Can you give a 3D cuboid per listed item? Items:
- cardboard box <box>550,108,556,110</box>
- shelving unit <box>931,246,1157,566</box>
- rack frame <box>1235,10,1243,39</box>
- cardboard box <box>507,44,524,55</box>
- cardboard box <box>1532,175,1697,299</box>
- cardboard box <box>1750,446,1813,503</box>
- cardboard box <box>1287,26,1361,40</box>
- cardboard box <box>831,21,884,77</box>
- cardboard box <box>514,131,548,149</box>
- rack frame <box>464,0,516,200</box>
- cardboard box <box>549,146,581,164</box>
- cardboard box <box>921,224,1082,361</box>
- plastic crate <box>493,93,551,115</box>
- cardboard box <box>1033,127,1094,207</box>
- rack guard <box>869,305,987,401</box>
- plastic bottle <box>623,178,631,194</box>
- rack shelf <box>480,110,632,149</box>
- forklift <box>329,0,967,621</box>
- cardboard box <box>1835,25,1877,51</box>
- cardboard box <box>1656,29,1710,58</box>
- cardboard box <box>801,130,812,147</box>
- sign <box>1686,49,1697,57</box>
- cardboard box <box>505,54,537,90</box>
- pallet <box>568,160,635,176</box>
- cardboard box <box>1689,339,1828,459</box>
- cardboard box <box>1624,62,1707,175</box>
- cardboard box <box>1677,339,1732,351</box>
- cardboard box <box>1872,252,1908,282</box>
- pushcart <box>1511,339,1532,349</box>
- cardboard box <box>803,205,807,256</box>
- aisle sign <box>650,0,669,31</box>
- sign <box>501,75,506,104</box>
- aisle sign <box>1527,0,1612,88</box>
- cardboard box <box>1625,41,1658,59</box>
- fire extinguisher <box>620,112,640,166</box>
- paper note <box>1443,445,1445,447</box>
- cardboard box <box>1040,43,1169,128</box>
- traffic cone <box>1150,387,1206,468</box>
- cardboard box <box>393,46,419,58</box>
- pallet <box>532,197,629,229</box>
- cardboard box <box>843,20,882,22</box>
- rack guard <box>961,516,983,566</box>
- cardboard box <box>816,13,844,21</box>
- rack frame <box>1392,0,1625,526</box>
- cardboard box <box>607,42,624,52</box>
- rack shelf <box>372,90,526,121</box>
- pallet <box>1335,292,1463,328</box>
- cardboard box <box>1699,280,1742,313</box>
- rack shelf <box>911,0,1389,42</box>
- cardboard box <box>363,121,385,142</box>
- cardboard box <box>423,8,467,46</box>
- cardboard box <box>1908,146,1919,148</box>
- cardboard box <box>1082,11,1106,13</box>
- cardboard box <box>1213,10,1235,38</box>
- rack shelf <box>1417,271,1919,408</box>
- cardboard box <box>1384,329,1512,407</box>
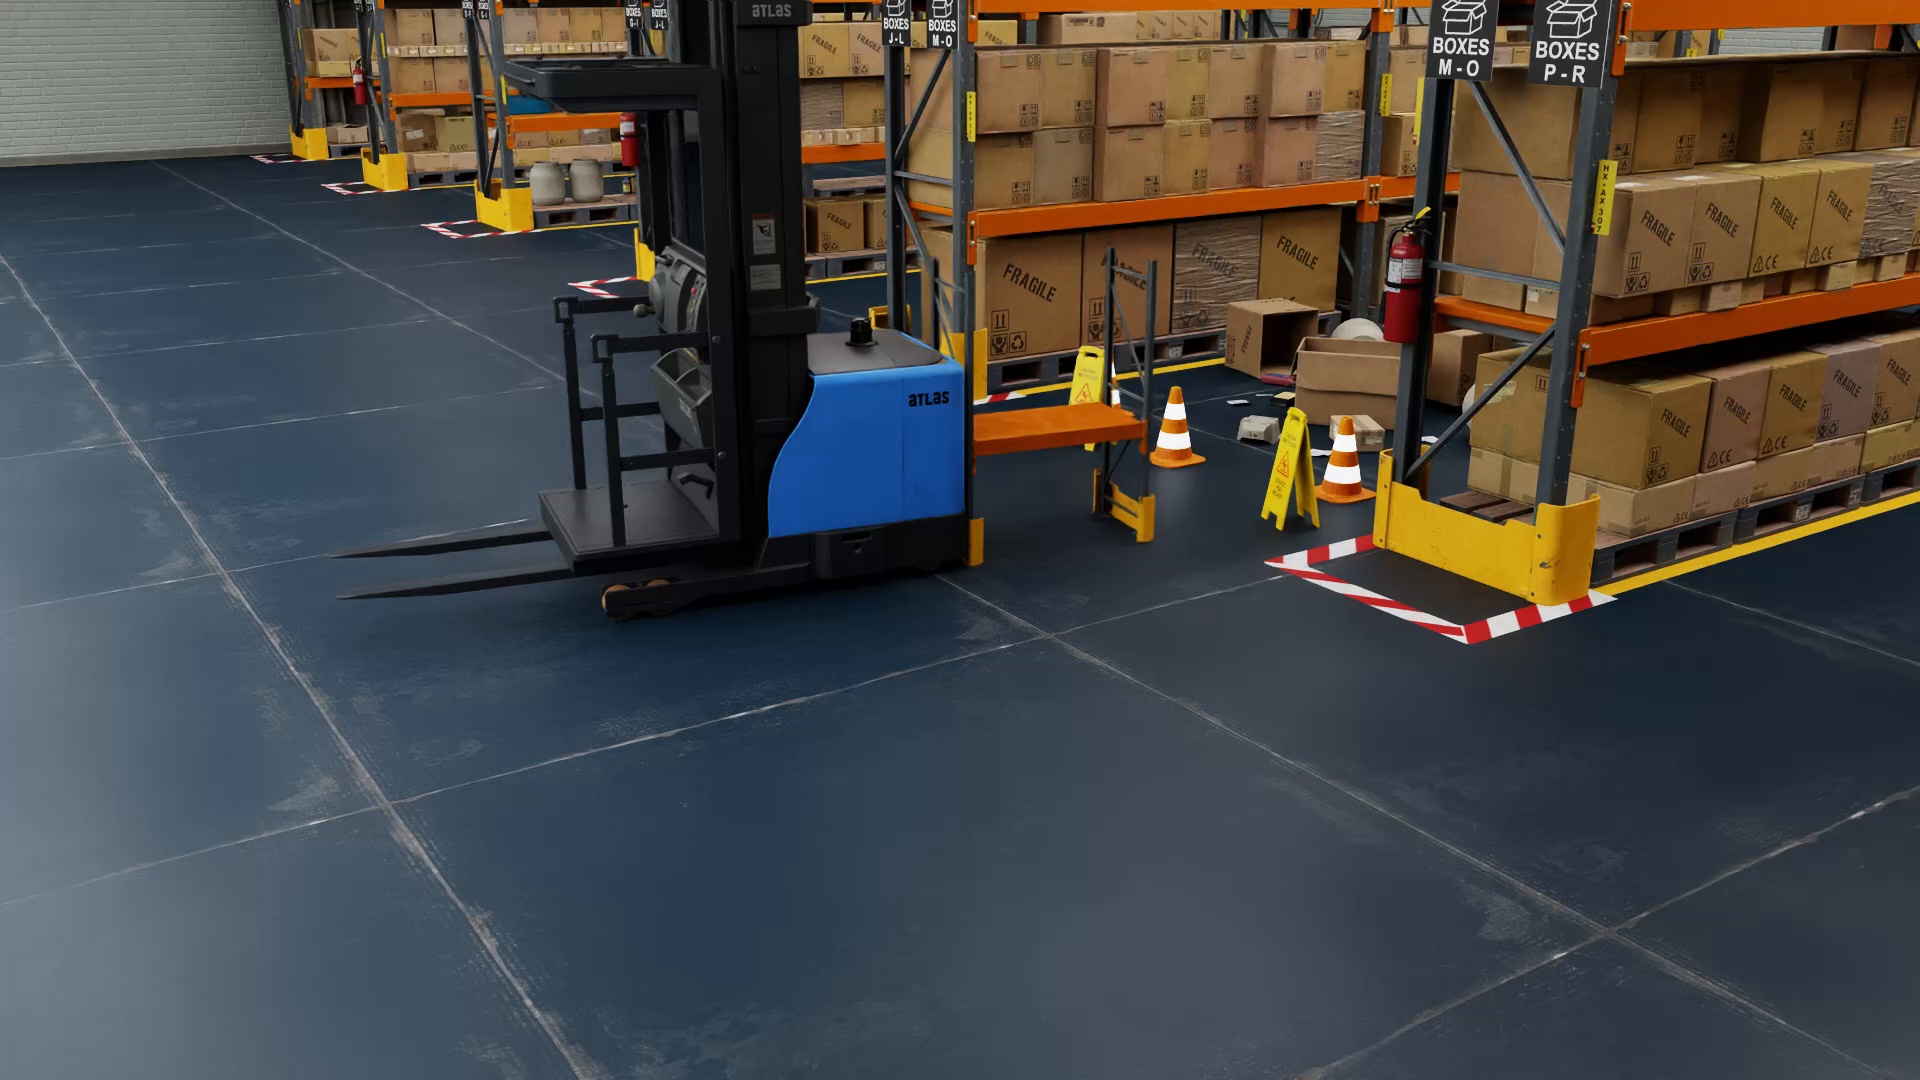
[{"bbox_3d":[-6.368,-6.351,25.512,0.500,0.500,0.500,-12,22,-31],"label":"cardboard box"},{"bbox_3d":[0.436,-0.727,8.751,1.083,1.500,0.587,-8,20,-21],"label":"shelving unit"},{"bbox_3d":[5.049,-9.387,32.026,0.127,3.000,1.000,-12,22,-31],"label":"rack frame"},{"bbox_3d":[-6.584,-7.205,24.404,0.250,0.149,0.380,-12,22,-31],"label":"cardboard box"},{"bbox_3d":[3.129,-1.465,7.973,0.500,0.500,0.500,-12,22,-32],"label":"cardboard box"},{"bbox_3d":[4.286,-0.420,9.138,0.500,0.250,0.500,-10,21,-28],"label":"cardboard box"},{"bbox_3d":[4.432,-5.975,20.209,0.637,0.503,0.797,-11,22,-30],"label":"cardboard box"},{"bbox_3d":[-1.007,-4.869,16.479,0.500,0.500,0.500,-12,22,-31],"label":"cardboard box"},{"bbox_3d":[-6.490,-6.119,24.825,0.500,0.500,0.500,-12,22,-31],"label":"cardboard box"},{"bbox_3d":[-5.593,-5.243,19.769,0.127,3.000,1.000,-12,22,-31],"label":"rack frame"},{"bbox_3d":[-6.073,-5.852,25.207,0.500,0.250,0.500,-12,22,-31],"label":"cardboard box"},{"bbox_3d":[0.305,-1.903,12.552,0.875,0.875,0.875,-12,22,-31],"label":"cardboard box"},{"bbox_3d":[-5.340,-5.341,20.290,0.616,0.251,0.499,-12,22,-31],"label":"plastic crate"},{"bbox_3d":[0.507,-2.825,12.382,0.550,0.550,0.875,-12,22,-31],"label":"cardboard box"},{"bbox_3d":[-0.246,-1.386,12.261,0.348,0.500,1.175,-12,22,-31],"label":"rack guard"},{"bbox_3d":[-4.300,-4.567,21.450,0.097,0.201,0.097,0,19,0],"label":"plastic bottle"},{"bbox_3d":[-3.923,-5.255,20.926,4.000,0.370,1.077,-12,22,-31],"label":"rack shelf"},{"bbox_3d":[-1.532,-1.200,7.918,3.031,2.935,1.130,-8,20,-21],"label":"forklift"},{"bbox_3d":[10.040,-5.505,18.360,0.500,0.500,0.500,-13,23,-33],"label":"cardboard box"},{"bbox_3d":[10.232,-7.006,23.581,0.500,0.500,0.500,-12,22,-31],"label":"cardboard box"},{"bbox_3d":[-1.653,-3.956,16.355,0.250,0.149,0.380,-12,22,-31],"label":"cardboard box"},{"bbox_3d":[6.764,-4.384,15.418,0.005,0.325,0.100,-12,22,-31],"label":"sign"},{"bbox_3d":[-6.626,-6.968,24.715,0.500,0.500,0.700,-11,22,-30],"label":"cardboard box"},{"bbox_3d":[-5.661,-5.824,25.839,1.213,0.211,1.003,-12,22,-31],"label":"pallet"},{"bbox_3d":[4.284,-0.771,9.007,0.500,0.500,0.500,-11,22,-30],"label":"cardboard box"},{"bbox_3d":[3.315,-2.165,8.482,0.500,0.500,0.700,-12,22,-31],"label":"cardboard box"},{"bbox_3d":[3.966,-0.910,9.418,0.500,0.500,0.500,-13,22,-33],"label":"cardboard box"},{"bbox_3d":[4.974,-1.535,9.193,0.250,0.149,0.380,-12,22,-32],"label":"cardboard box"},{"bbox_3d":[4.626,-1.331,12.291,1.648,0.377,0.936,13,23,34],"label":"pushcart"},{"bbox_3d":[-1.858,-3.153,16.834,0.500,0.500,0.500,-6,20,-17],"label":"cardboard box"},{"bbox_3d":[-2.756,-5.059,15.164,0.004,0.787,0.394,-12,22,-31],"label":"aisle sign"},{"bbox_3d":[-5.294,-5.226,19.287,0.005,0.325,0.100,-12,22,-31],"label":"sign"},{"bbox_3d":[2.700,-2.405,7.315,0.004,0.787,0.394,-12,22,-31],"label":"aisle sign"},{"bbox_3d":[6.076,-4.428,15.639,0.500,0.500,0.700,-12,22,-32],"label":"cardboard box"},{"bbox_3d":[-3.218,-3.985,16.167,0.183,0.674,0.296,-12,22,-31],"label":"fire extinguisher"},{"bbox_3d":[3.077,-0.600,10.703,0.123,0.001,0.032,-12,22,-31],"label":"paper note"},{"bbox_3d":[1.057,-3.395,12.382,0.550,0.550,0.875,-12,22,-31],"label":"cardboard box"},{"bbox_3d":[1.337,-0.724,10.361,0.334,0.463,0.336,-12,22,-31],"label":"traffic cone"},{"bbox_3d":[-7.868,-6.935,23.604,0.250,0.149,0.380,-12,22,-32],"label":"cardboard box"},{"bbox_3d":[-4.874,-4.090,20.711,1.213,0.211,1.003,-12,22,-31],"label":"pallet"},{"bbox_3d":[-0.879,-5.097,17.155,0.500,0.500,0.500,-12,22,-31],"label":"cardboard box"},{"bbox_3d":[-0.024,-0.074,8.771,0.087,0.250,0.587,-8,20,-21],"label":"rack guard"},{"bbox_3d":[-2.553,-10.142,32.436,0.500,0.250,0.500,-12,22,-33],"label":"cardboard box"},{"bbox_3d":[2.581,-1.268,8.009,0.127,3.000,1.000,-12,22,-31],"label":"rack frame"},{"bbox_3d":[-5.290,-7.480,25.215,0.250,0.149,0.380,-12,22,-33],"label":"cardboard box"},{"bbox_3d":[-6.644,-6.580,24.847,4.000,0.370,1.077,-12,22,-31],"label":"rack shelf"},{"bbox_3d":[3.718,-2.114,14.865,1.213,0.211,1.003,-12,22,-31],"label":"pallet"},{"bbox_3d":[3.685,-1.259,8.375,0.250,0.149,0.380,-12,22,-31],"label":"cardboard box"},{"bbox_3d":[1.445,-4.006,12.550,4.000,0.370,1.077,-12,22,-31],"label":"rack shelf"},{"bbox_3d":[-9.938,-7.026,28.553,0.500,0.311,0.500,-10,21,-27],"label":"cardboard box"},{"bbox_3d":[-7.437,-7.413,24.005,0.500,0.500,0.700,-13,22,-33],"label":"cardboard box"},{"bbox_3d":[5.688,-2.016,9.601,0.500,0.500,0.500,-13,22,-33],"label":"cardboard box"},{"bbox_3d":[2.256,-9.211,29.788,0.500,0.500,0.500,-11,22,-30],"label":"cardboard box"},{"bbox_3d":[4.828,-9.756,31.400,0.500,0.500,0.500,-12,22,-32],"label":"cardboard box"},{"bbox_3d":[4.252,-1.279,9.166,4.000,0.370,1.077,-12,22,-31],"label":"rack shelf"},{"bbox_3d":[3.432,-1.303,11.799,0.503,0.637,0.797,-12,22,-31],"label":"cardboard box"}]
